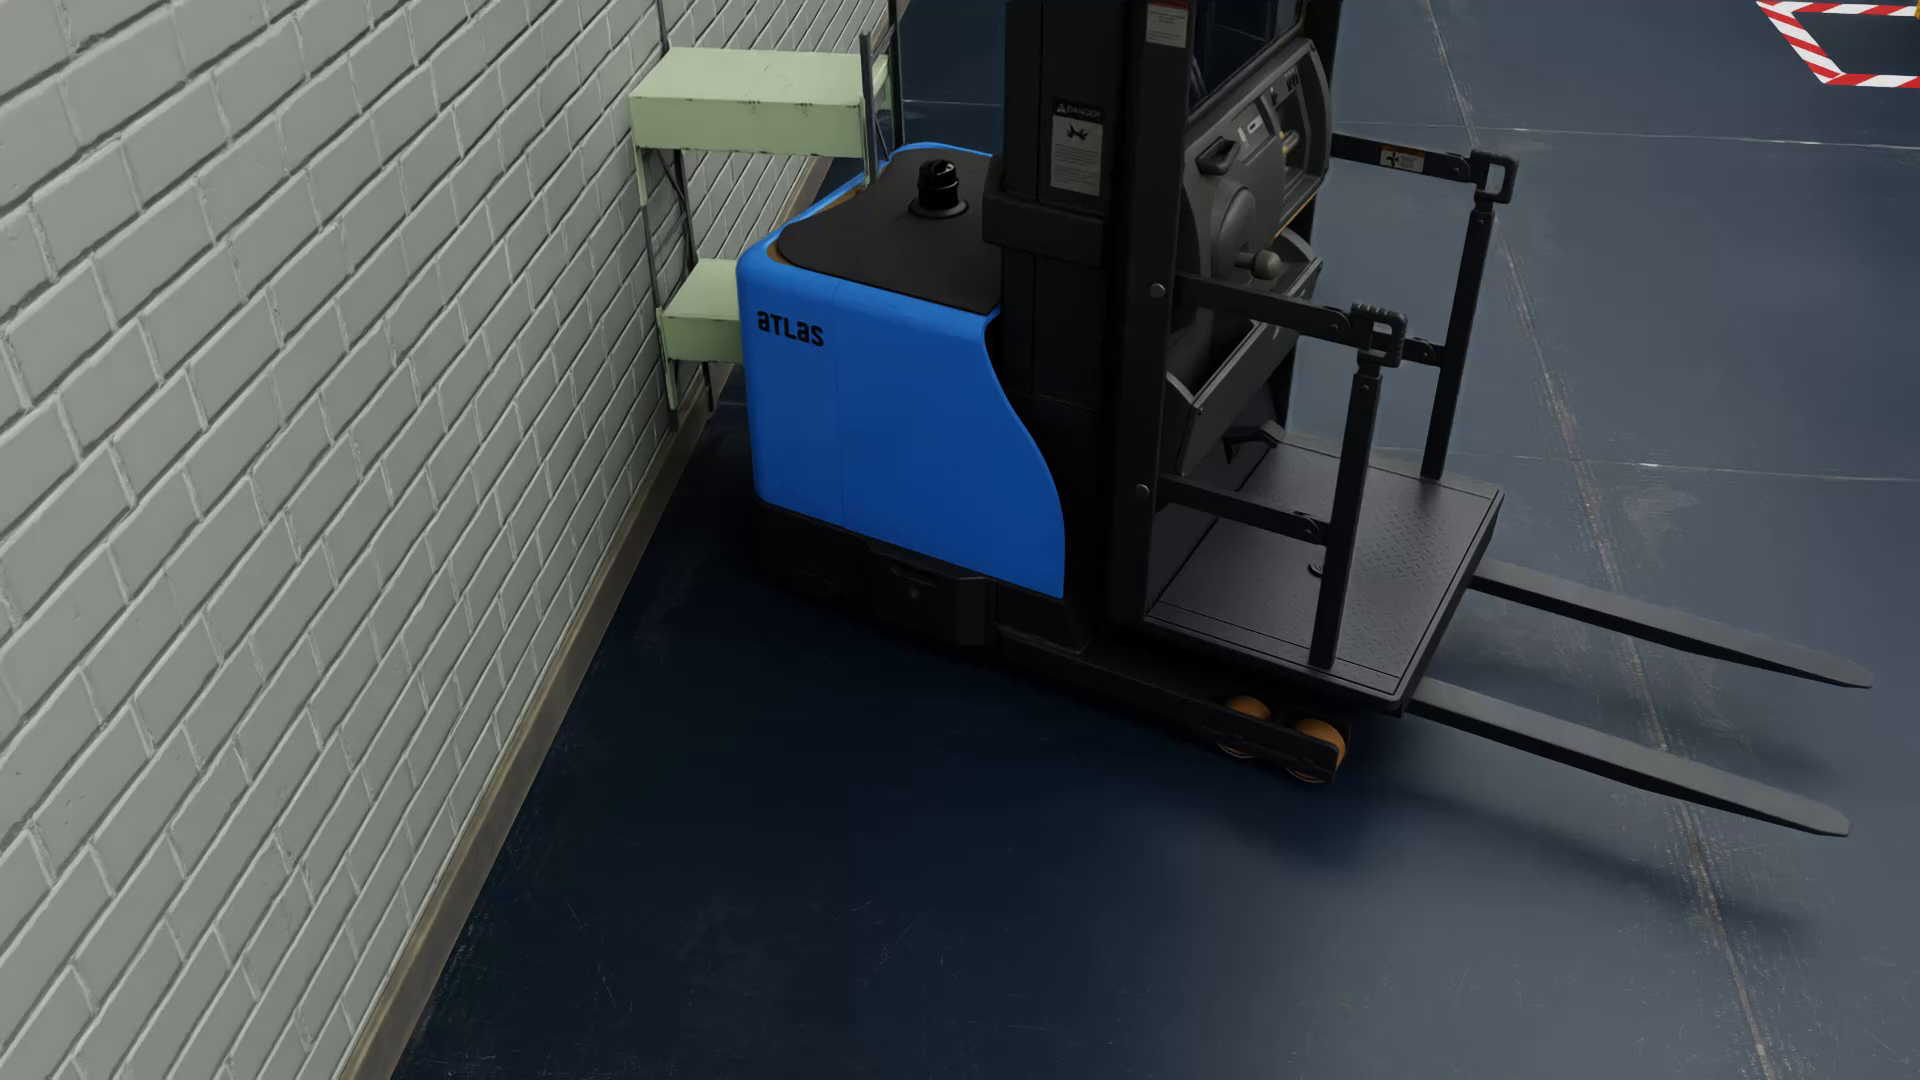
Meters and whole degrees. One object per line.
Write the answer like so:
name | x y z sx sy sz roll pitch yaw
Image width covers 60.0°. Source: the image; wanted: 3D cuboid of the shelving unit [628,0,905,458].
shelving unit | -0.569 -0.928 5.228 0.755 1.500 0.431 5 37 9

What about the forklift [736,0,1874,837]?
forklift | 0.916 -0.912 4.005 3.031 2.935 1.130 18 39 23

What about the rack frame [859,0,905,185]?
rack frame | -0.209 -0.898 5.168 0.023 1.500 0.400 5 37 9

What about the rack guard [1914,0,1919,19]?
rack guard | 5.503 -2.855 8.820 0.348 0.500 1.175 4 36 6

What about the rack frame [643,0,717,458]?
rack frame | -0.928 -0.959 5.287 0.023 1.500 0.400 5 37 9

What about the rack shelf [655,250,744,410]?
rack shelf | -0.559 -0.665 5.420 0.720 0.370 0.431 5 37 9

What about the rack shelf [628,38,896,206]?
rack shelf | -0.580 -1.243 4.998 0.720 0.370 0.431 5 37 9
